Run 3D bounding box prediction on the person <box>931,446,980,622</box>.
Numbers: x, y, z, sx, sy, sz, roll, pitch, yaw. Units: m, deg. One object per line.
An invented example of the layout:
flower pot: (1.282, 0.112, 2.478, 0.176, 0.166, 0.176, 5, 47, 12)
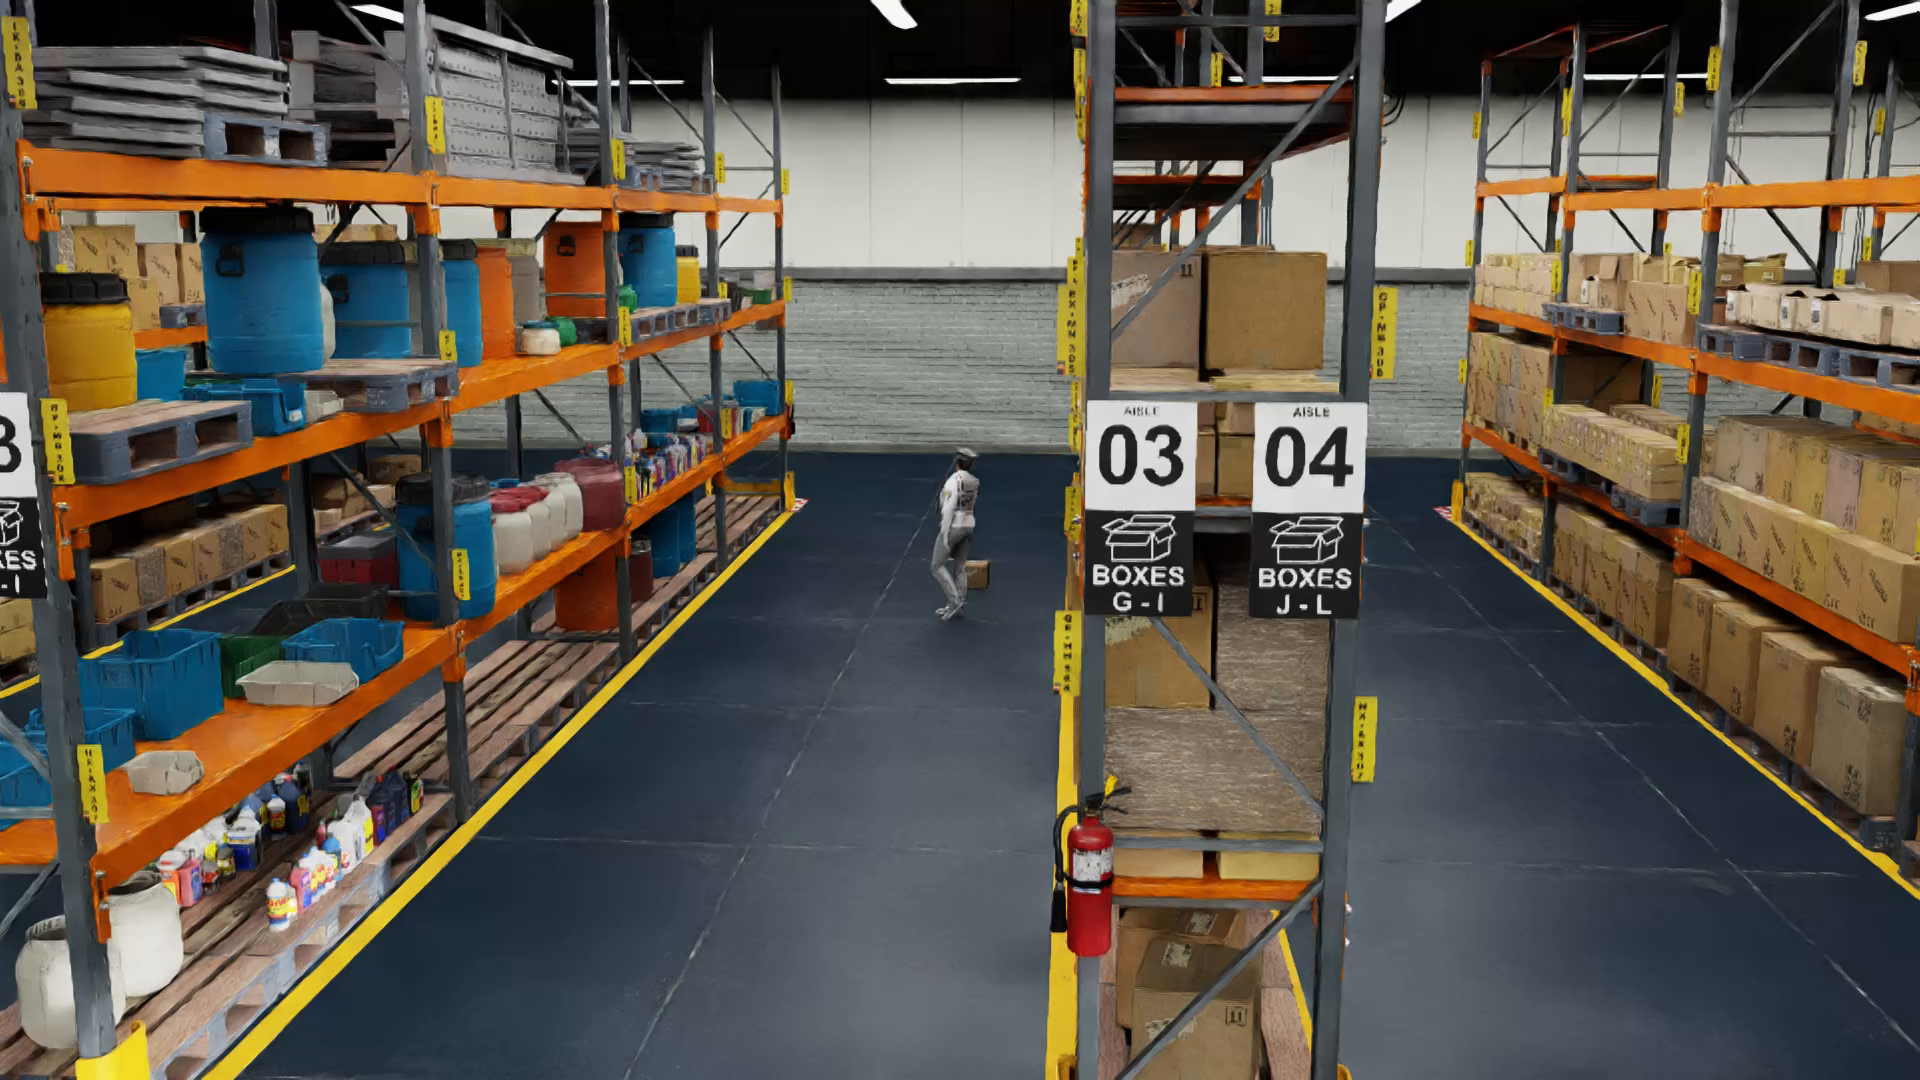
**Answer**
person: (-0.042, -0.068, 16.244, 0.417, 1.675, 0.568, 8, 13, 36)
